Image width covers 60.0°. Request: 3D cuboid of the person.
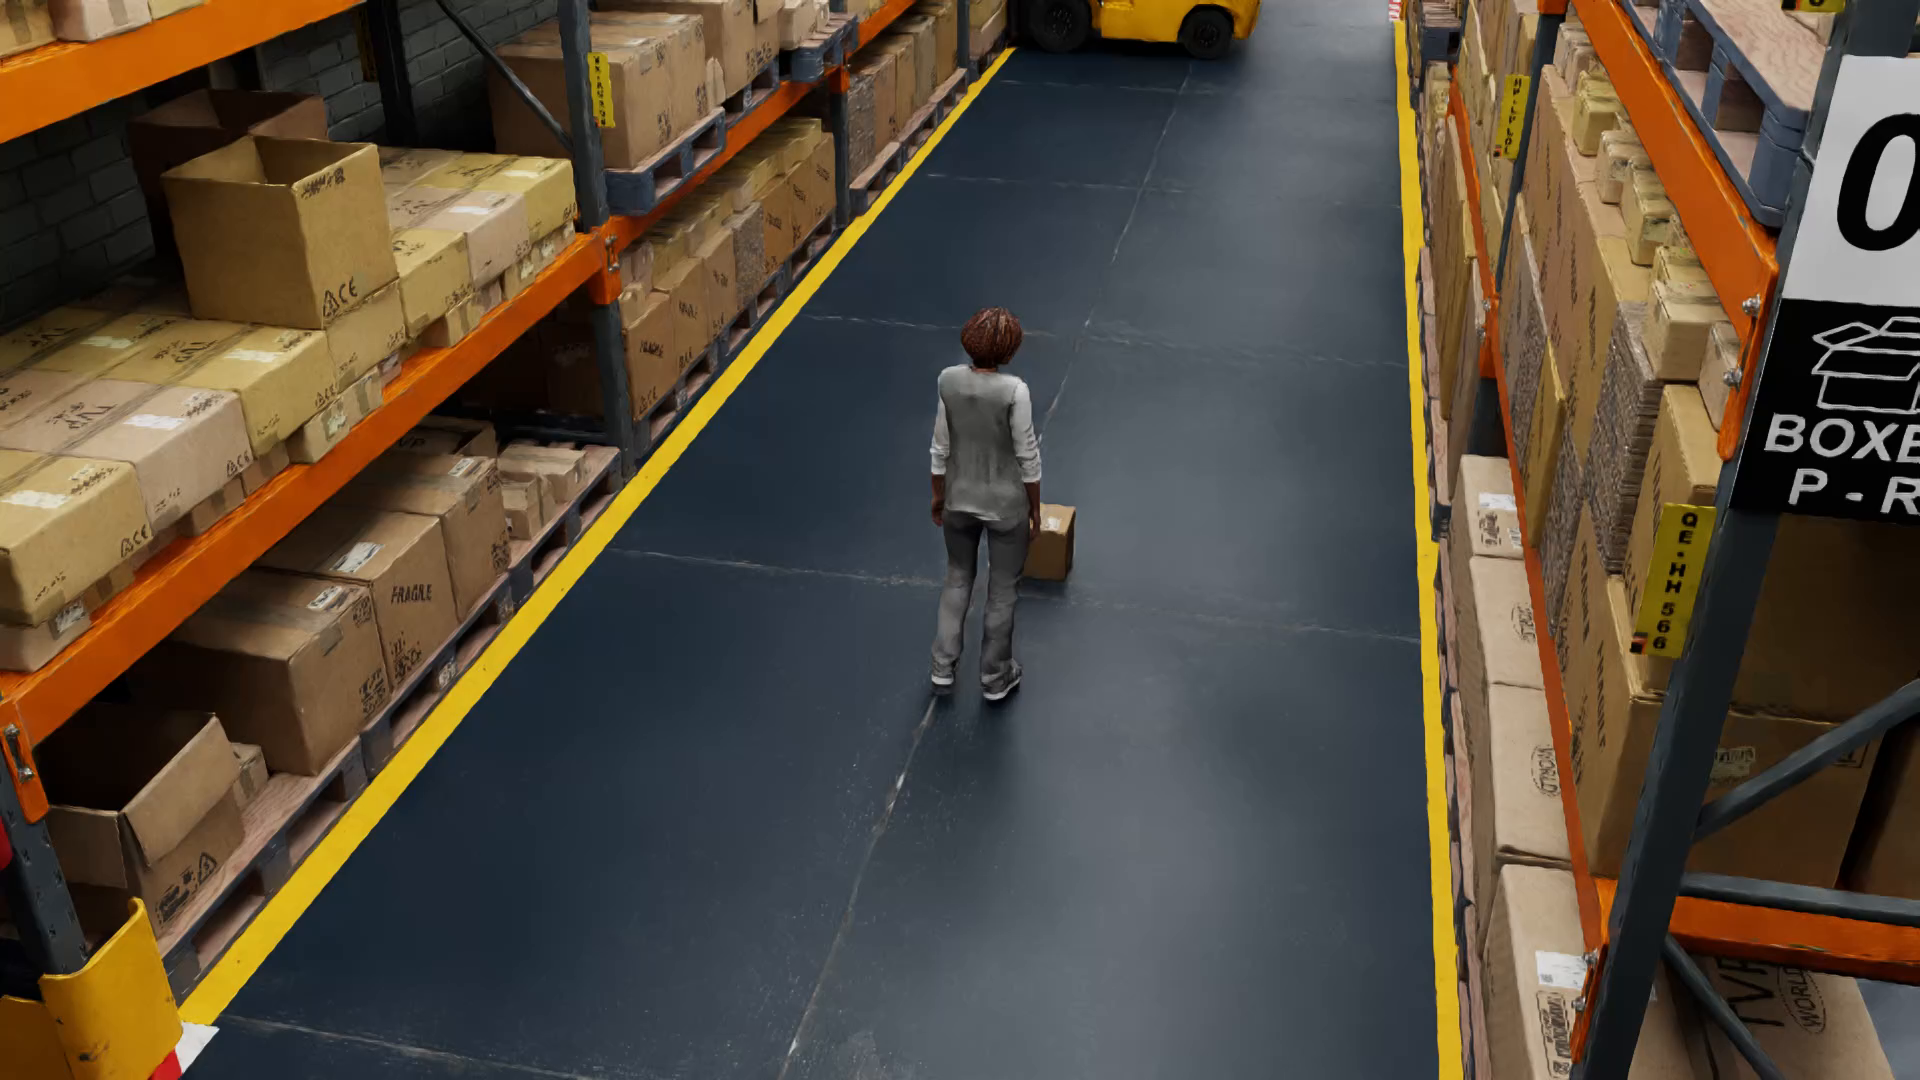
[{"bbox_3d":[0.091,-0.126,6.334,0.447,1.592,0.365,10,31,18],"label":"person"}]
